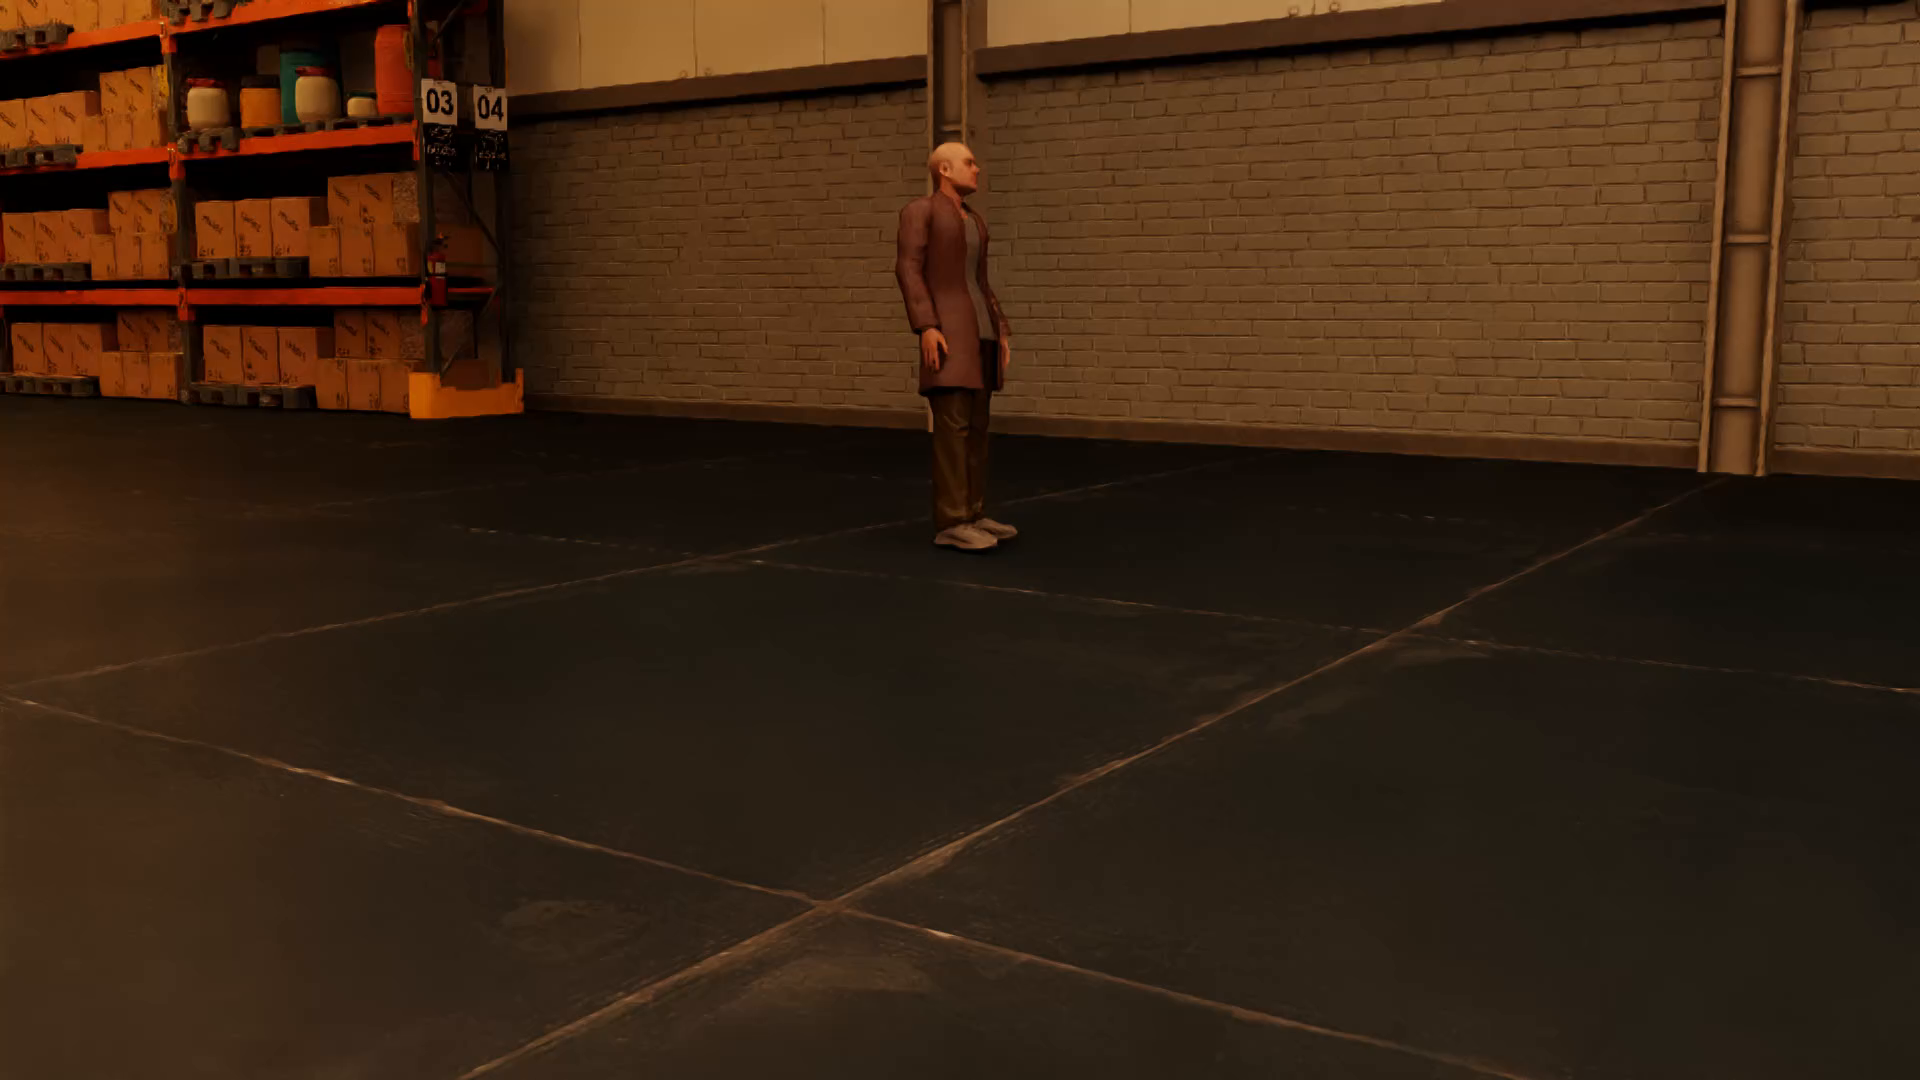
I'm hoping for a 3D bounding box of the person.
[{"bbox_3d":[0.073,-0.879,7.423,0.580,1.776,0.694,5,10,34],"label":"person"}]
